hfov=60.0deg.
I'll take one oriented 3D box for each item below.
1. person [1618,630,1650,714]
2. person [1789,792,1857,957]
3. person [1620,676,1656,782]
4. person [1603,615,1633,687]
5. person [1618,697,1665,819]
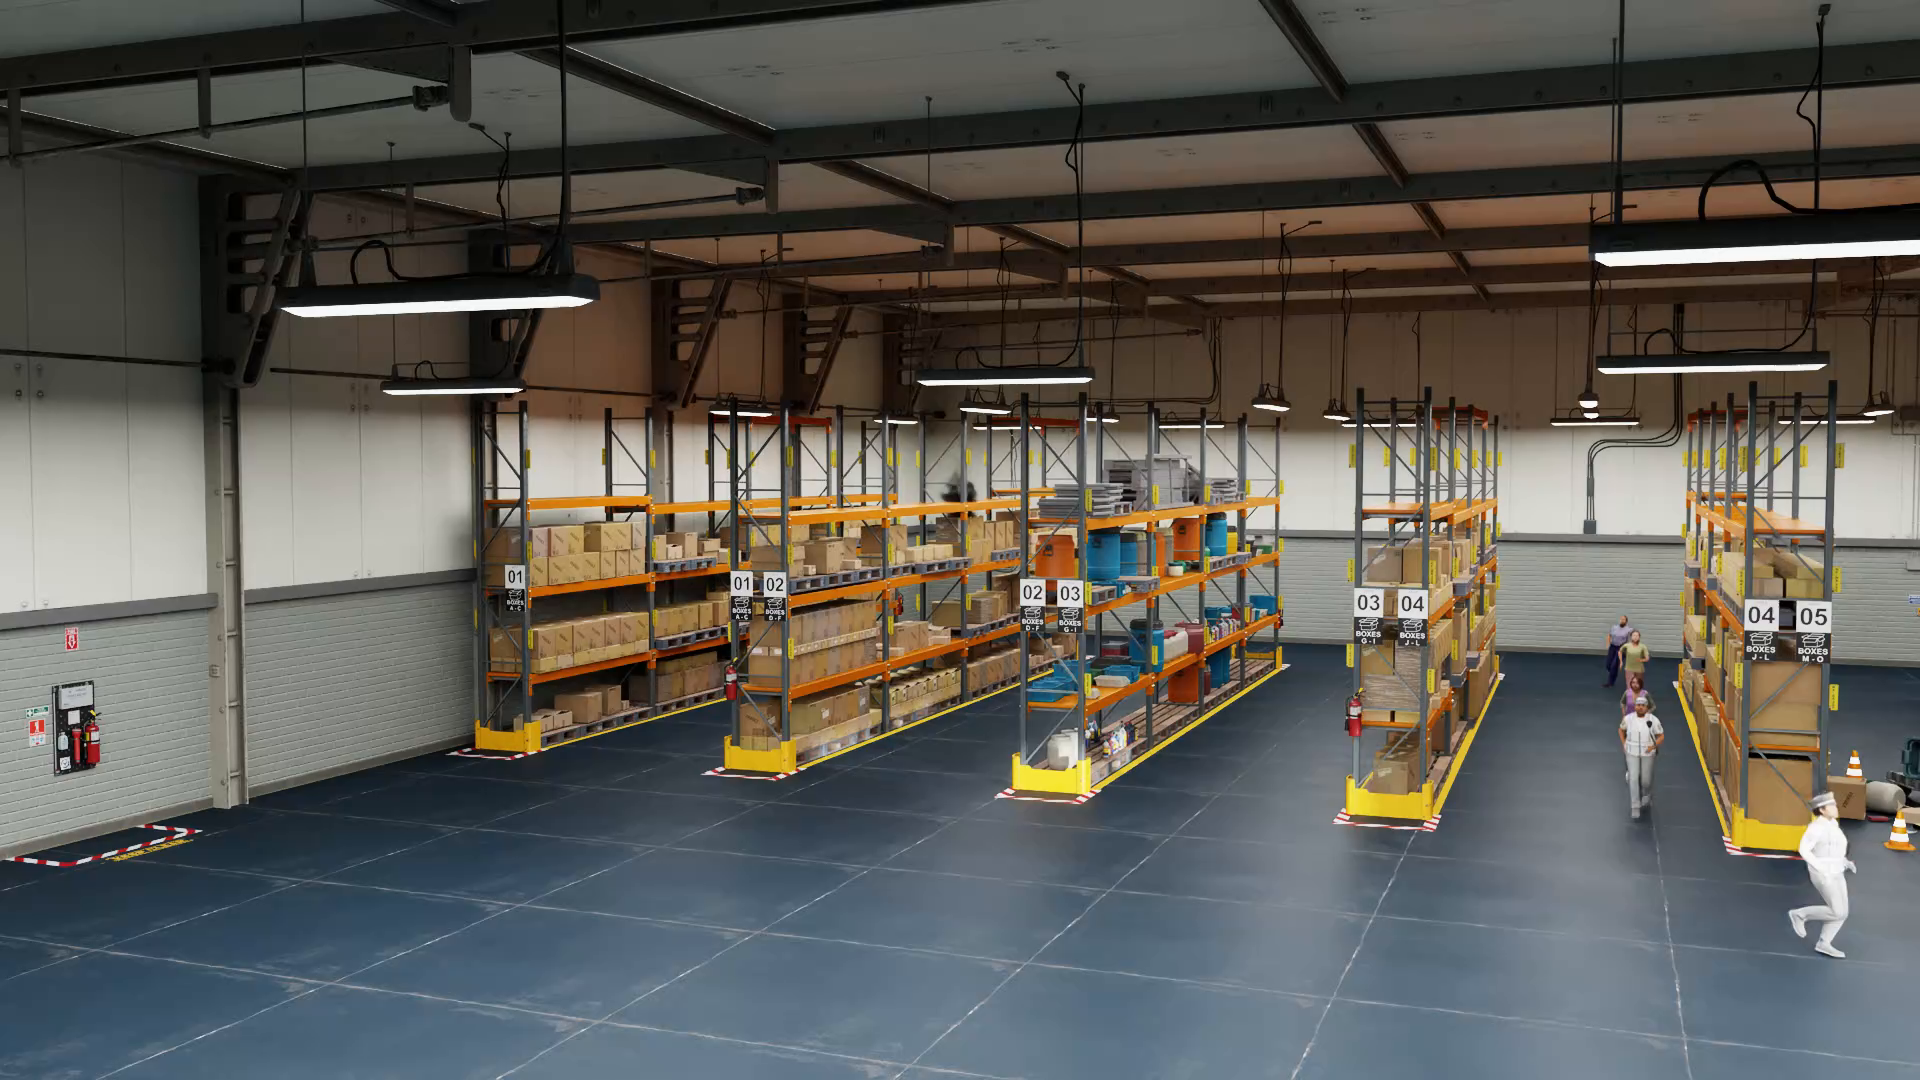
[{"bbox_3d":[13.154,2.634,32.446,0.550,1.571,0.668,1,3,17],"label":"person"},{"bbox_3d":[8.736,3.362,16.832,0.615,1.657,0.555,-2,4,-38],"label":"person"},{"bbox_3d":[10.608,2.915,26.030,0.530,1.555,0.728,1,3,22],"label":"person"},{"bbox_3d":[14.517,2.438,36.567,0.654,1.577,0.597,2,4,41],"label":"person"},{"bbox_3d":[9.621,3.044,23.497,0.611,1.677,0.835,1,3,25],"label":"person"}]
